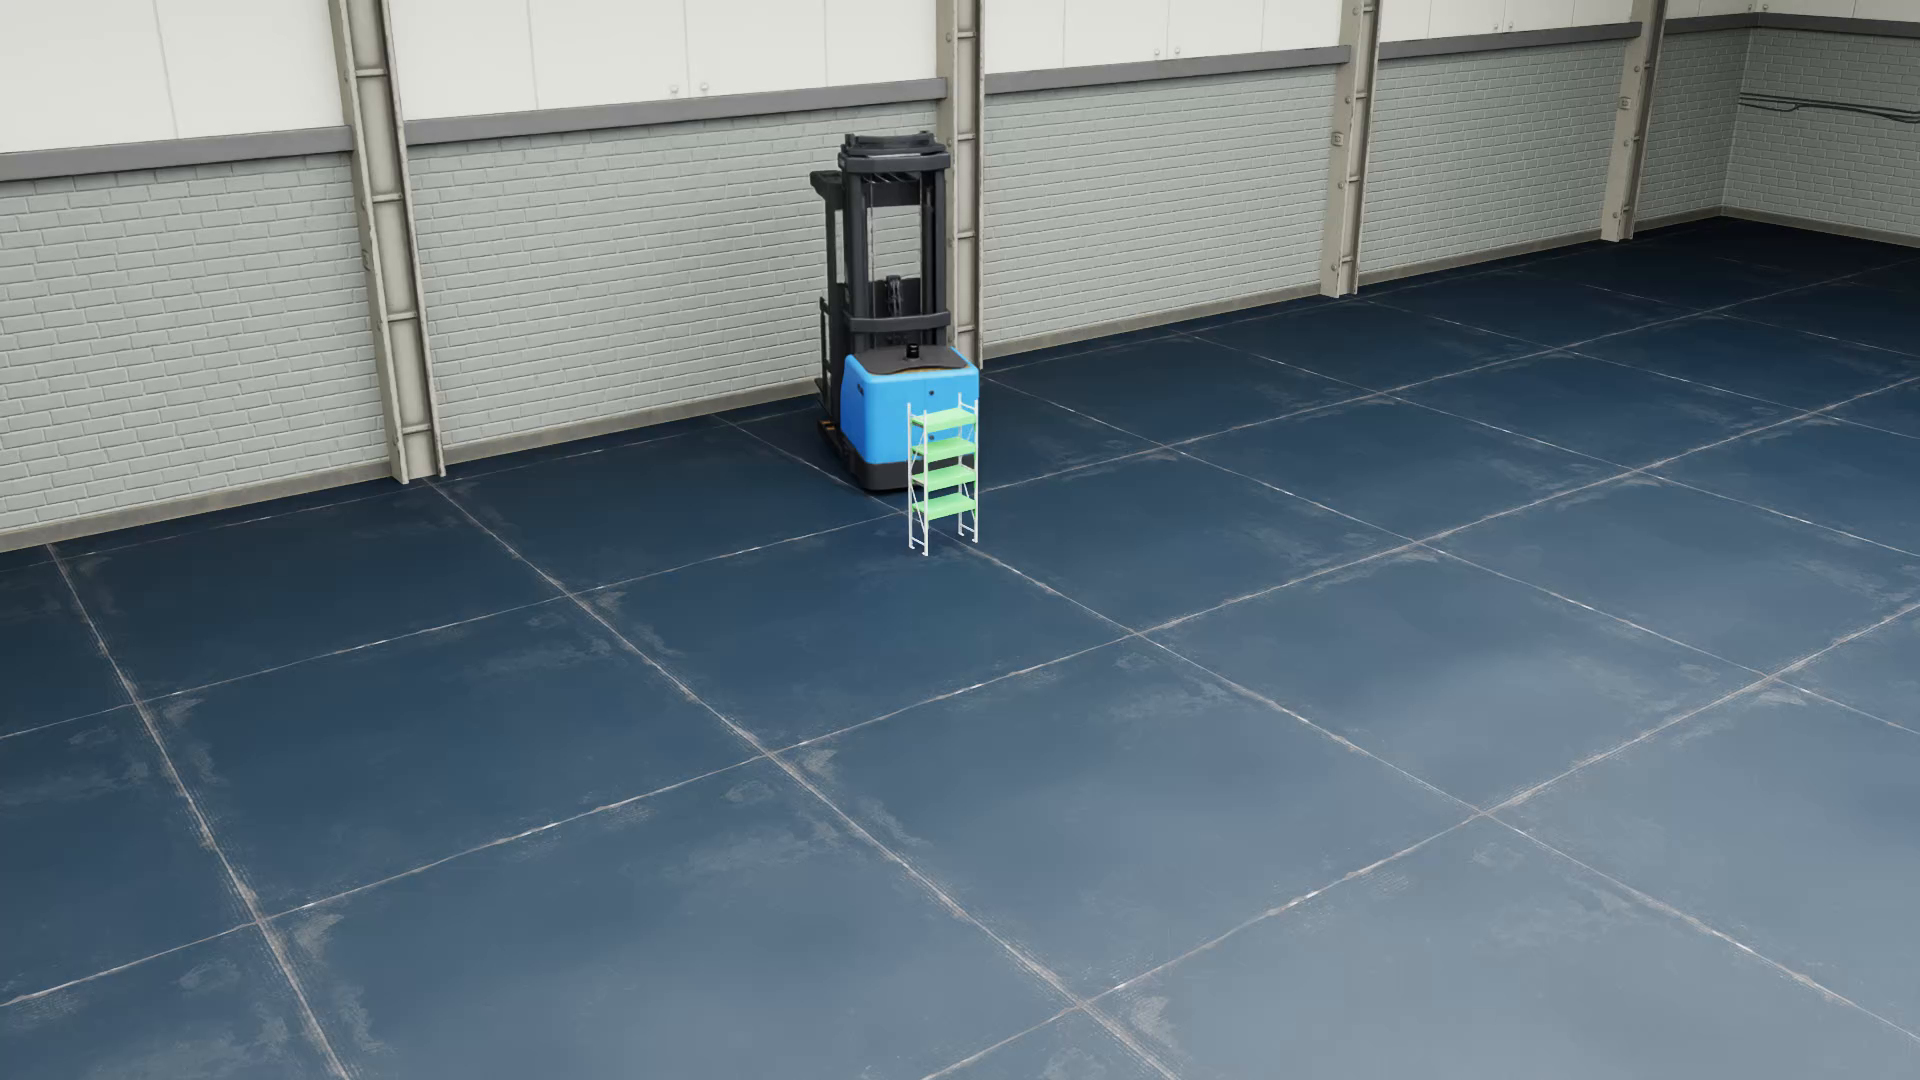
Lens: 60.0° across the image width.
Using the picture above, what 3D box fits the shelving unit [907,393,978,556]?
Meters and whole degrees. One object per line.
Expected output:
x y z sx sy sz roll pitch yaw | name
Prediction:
-0.134 -0.521 13.179 0.503 1.200 0.258 -15 26 -33 | shelving unit

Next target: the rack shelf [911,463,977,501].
-0.134 -0.462 13.202 0.480 0.148 0.258 -15 26 -33 | rack shelf

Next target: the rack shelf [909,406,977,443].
-0.134 -0.908 13.024 0.480 0.148 0.258 -15 26 -33 | rack shelf

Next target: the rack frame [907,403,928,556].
-0.332 -0.469 13.046 0.015 1.200 0.240 -15 26 -33 | rack frame

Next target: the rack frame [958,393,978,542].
0.064 -0.574 13.311 0.015 1.200 0.240 -15 26 -33 | rack frame

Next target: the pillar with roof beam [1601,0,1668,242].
12.259 -7.364 19.803 0.400 9.000 9.100 -15 26 -33 | pillar with roof beam

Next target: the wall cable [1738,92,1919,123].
12.909 -7.457 24.225 0.112 2.526 3.097 -15 26 -33 | wall cable

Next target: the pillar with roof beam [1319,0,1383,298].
7.389 -6.065 16.548 0.400 9.000 9.100 -15 26 -33 | pillar with roof beam

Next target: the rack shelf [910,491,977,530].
-0.134 -0.239 13.291 0.480 0.148 0.258 -15 26 -33 | rack shelf

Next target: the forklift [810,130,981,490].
-0.730 -2.308 15.319 1.130 2.935 3.031 -6 23 -15 | forklift

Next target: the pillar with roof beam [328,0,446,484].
-2.352 -3.468 10.039 0.400 9.000 9.100 -15 26 -33 | pillar with roof beam

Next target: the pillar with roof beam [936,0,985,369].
2.518 -4.766 13.294 0.400 9.000 9.100 -15 26 -33 | pillar with roof beam

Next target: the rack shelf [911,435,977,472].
-0.134 -0.685 13.113 0.480 0.148 0.258 -15 26 -33 | rack shelf
